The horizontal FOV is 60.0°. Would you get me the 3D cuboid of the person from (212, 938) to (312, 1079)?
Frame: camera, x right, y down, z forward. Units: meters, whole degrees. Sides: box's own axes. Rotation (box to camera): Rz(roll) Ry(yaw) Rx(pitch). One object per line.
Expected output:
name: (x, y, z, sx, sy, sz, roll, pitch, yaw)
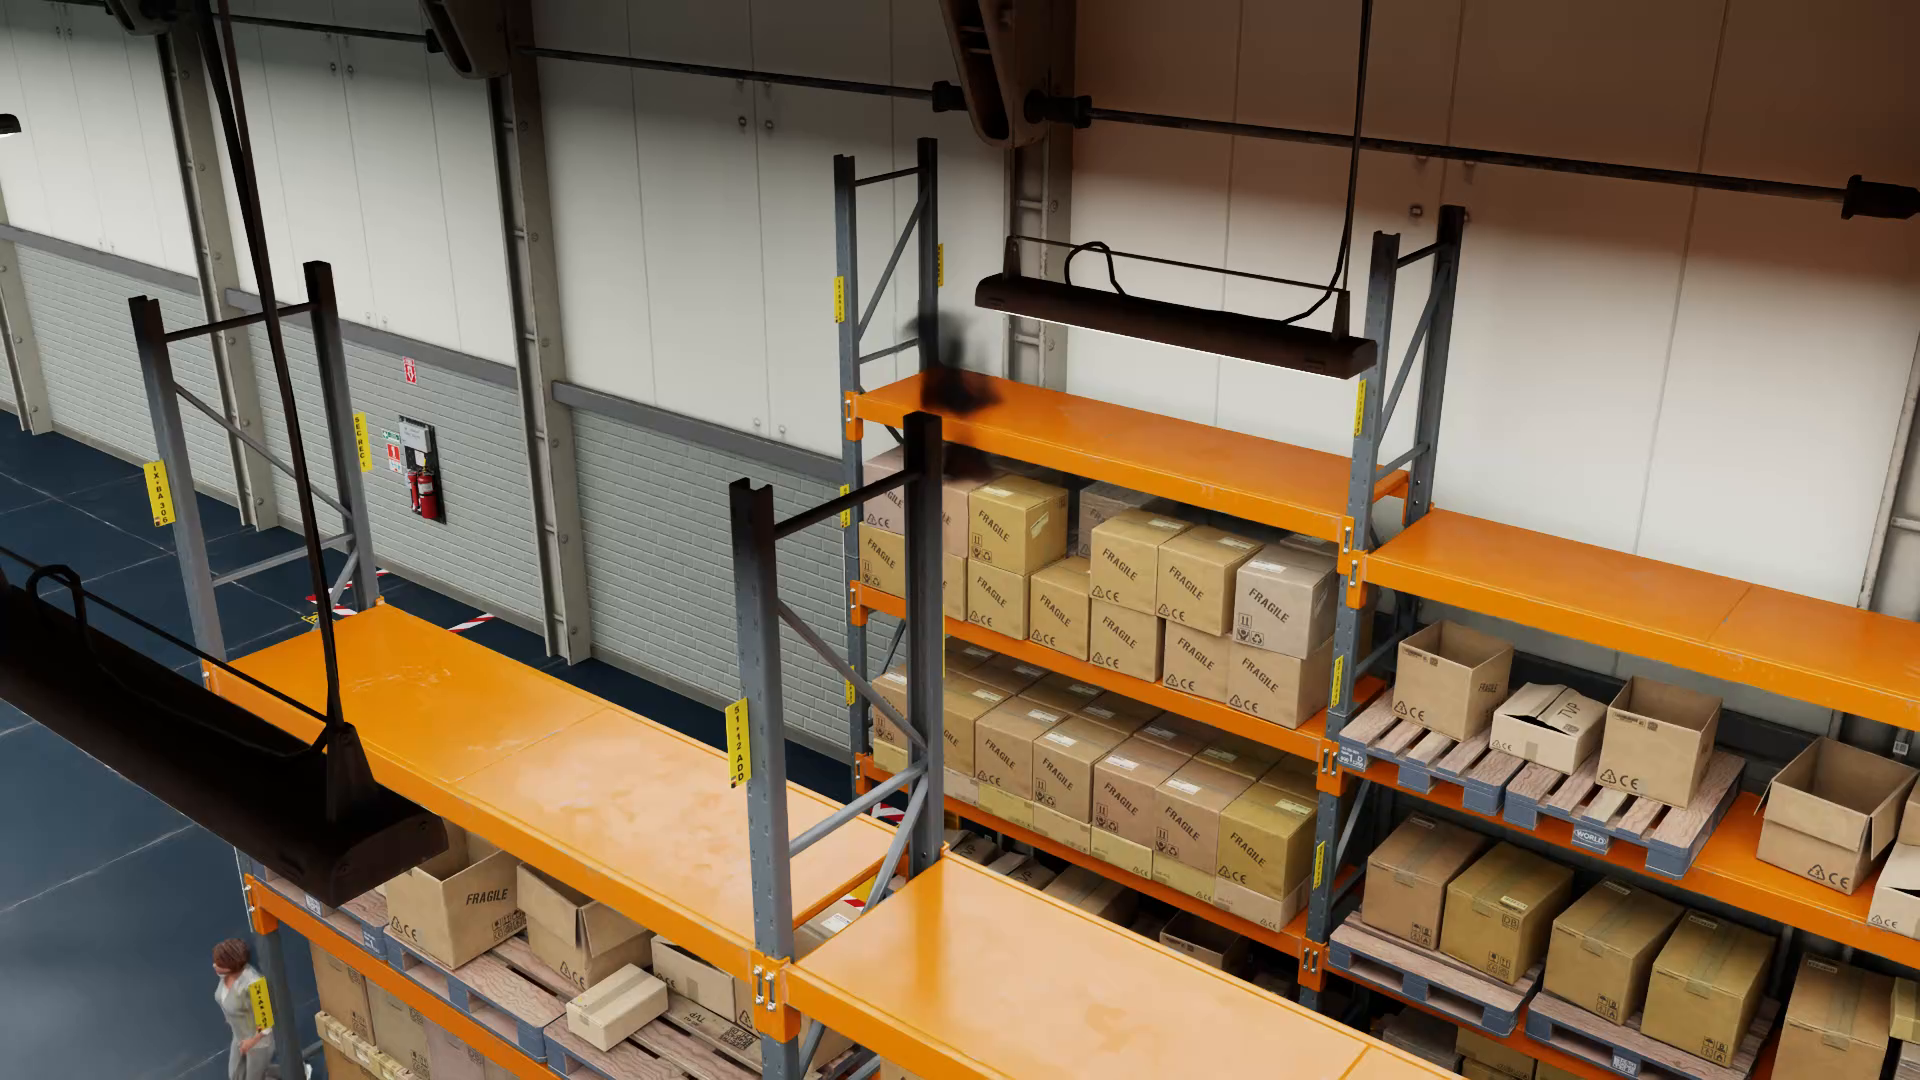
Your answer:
person: (-4.587, 3.222, 10.953, 0.506, 1.561, 0.612, -20, 30, -39)
